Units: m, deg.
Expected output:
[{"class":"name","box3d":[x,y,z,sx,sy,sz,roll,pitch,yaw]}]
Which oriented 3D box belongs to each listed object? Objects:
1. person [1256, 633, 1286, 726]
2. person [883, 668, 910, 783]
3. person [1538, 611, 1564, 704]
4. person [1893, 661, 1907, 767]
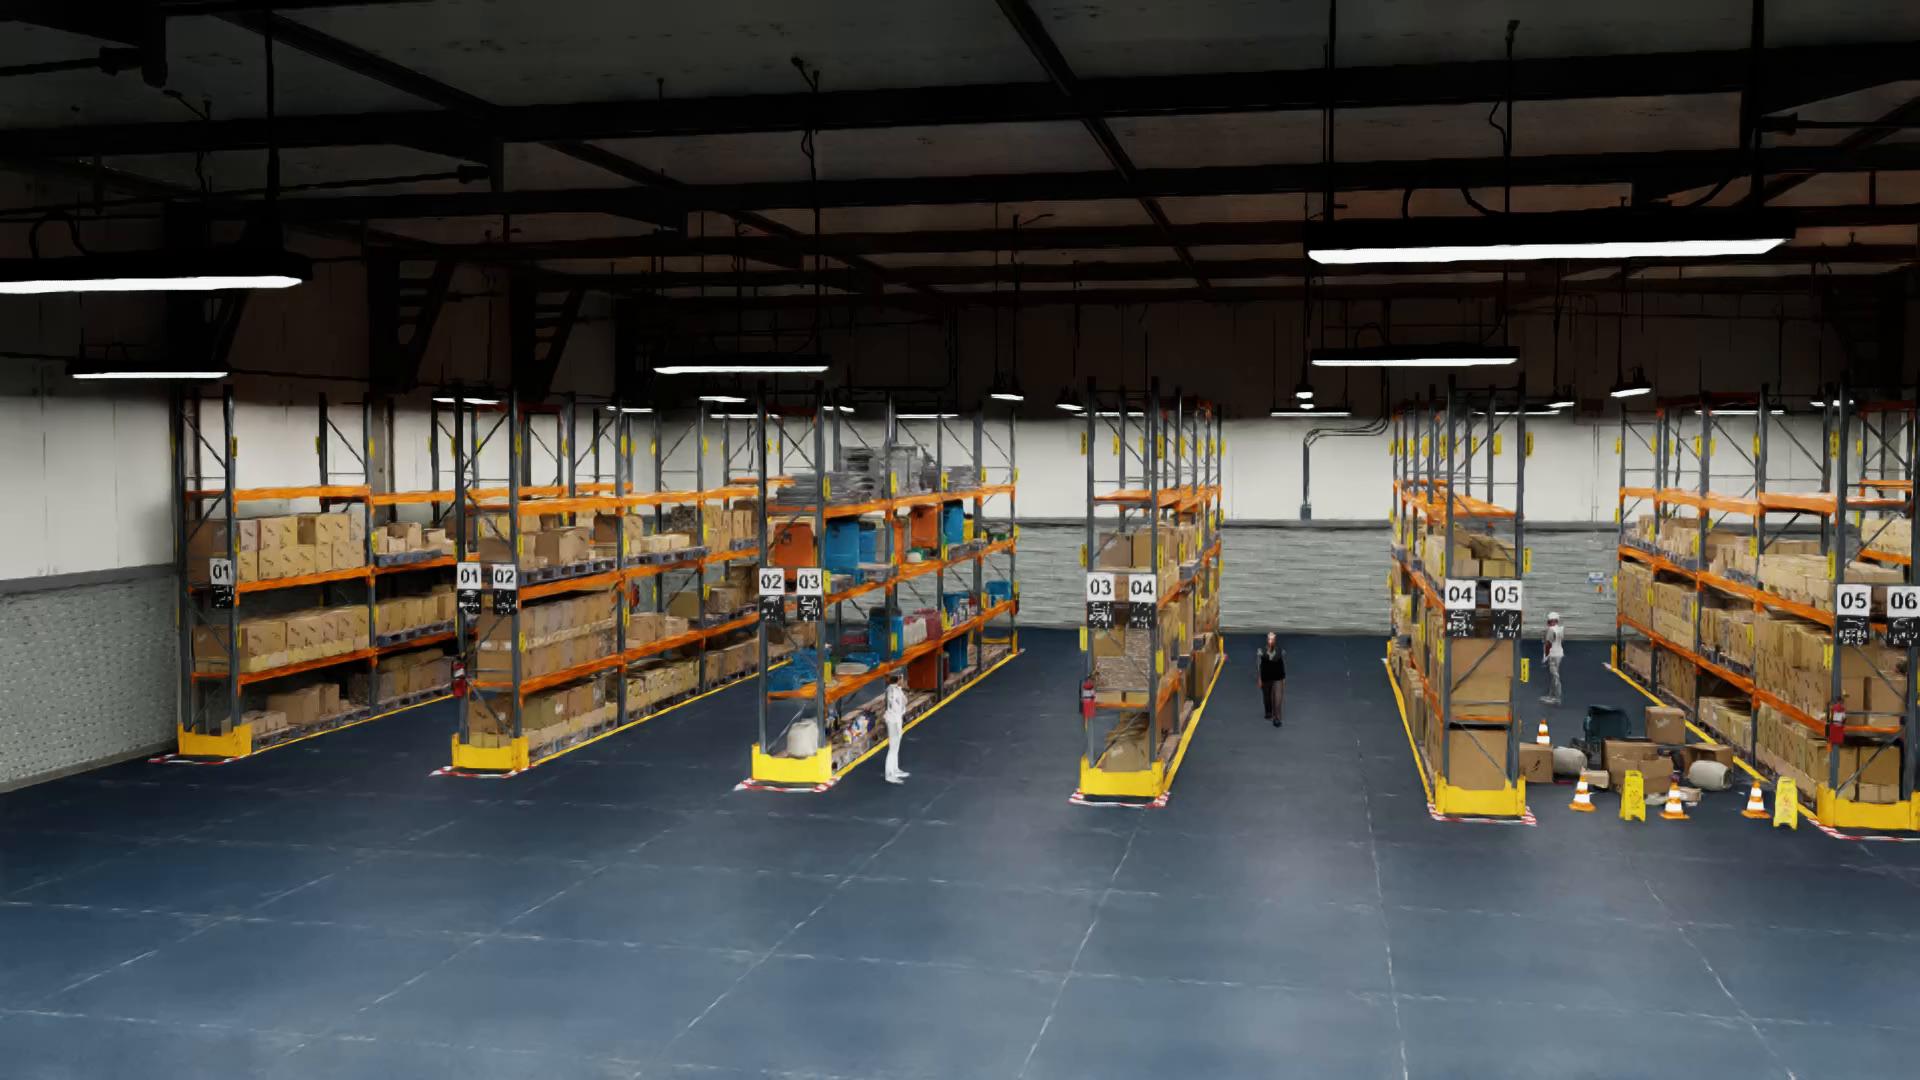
[{"class":"person","box3d":[5.599,2.491,29.969,0.543,1.648,1.115,1,3,15]},{"class":"person","box3d":[-0.932,2.756,24.880,0.433,1.684,0.553,-1,3,-15]},{"class":"person","box3d":[11.556,2.278,32.498,0.551,1.782,0.653,3,4,40]},{"class":"person","box3d":[14.685,2.714,26.042,0.462,1.652,0.523,3,4,42]}]
